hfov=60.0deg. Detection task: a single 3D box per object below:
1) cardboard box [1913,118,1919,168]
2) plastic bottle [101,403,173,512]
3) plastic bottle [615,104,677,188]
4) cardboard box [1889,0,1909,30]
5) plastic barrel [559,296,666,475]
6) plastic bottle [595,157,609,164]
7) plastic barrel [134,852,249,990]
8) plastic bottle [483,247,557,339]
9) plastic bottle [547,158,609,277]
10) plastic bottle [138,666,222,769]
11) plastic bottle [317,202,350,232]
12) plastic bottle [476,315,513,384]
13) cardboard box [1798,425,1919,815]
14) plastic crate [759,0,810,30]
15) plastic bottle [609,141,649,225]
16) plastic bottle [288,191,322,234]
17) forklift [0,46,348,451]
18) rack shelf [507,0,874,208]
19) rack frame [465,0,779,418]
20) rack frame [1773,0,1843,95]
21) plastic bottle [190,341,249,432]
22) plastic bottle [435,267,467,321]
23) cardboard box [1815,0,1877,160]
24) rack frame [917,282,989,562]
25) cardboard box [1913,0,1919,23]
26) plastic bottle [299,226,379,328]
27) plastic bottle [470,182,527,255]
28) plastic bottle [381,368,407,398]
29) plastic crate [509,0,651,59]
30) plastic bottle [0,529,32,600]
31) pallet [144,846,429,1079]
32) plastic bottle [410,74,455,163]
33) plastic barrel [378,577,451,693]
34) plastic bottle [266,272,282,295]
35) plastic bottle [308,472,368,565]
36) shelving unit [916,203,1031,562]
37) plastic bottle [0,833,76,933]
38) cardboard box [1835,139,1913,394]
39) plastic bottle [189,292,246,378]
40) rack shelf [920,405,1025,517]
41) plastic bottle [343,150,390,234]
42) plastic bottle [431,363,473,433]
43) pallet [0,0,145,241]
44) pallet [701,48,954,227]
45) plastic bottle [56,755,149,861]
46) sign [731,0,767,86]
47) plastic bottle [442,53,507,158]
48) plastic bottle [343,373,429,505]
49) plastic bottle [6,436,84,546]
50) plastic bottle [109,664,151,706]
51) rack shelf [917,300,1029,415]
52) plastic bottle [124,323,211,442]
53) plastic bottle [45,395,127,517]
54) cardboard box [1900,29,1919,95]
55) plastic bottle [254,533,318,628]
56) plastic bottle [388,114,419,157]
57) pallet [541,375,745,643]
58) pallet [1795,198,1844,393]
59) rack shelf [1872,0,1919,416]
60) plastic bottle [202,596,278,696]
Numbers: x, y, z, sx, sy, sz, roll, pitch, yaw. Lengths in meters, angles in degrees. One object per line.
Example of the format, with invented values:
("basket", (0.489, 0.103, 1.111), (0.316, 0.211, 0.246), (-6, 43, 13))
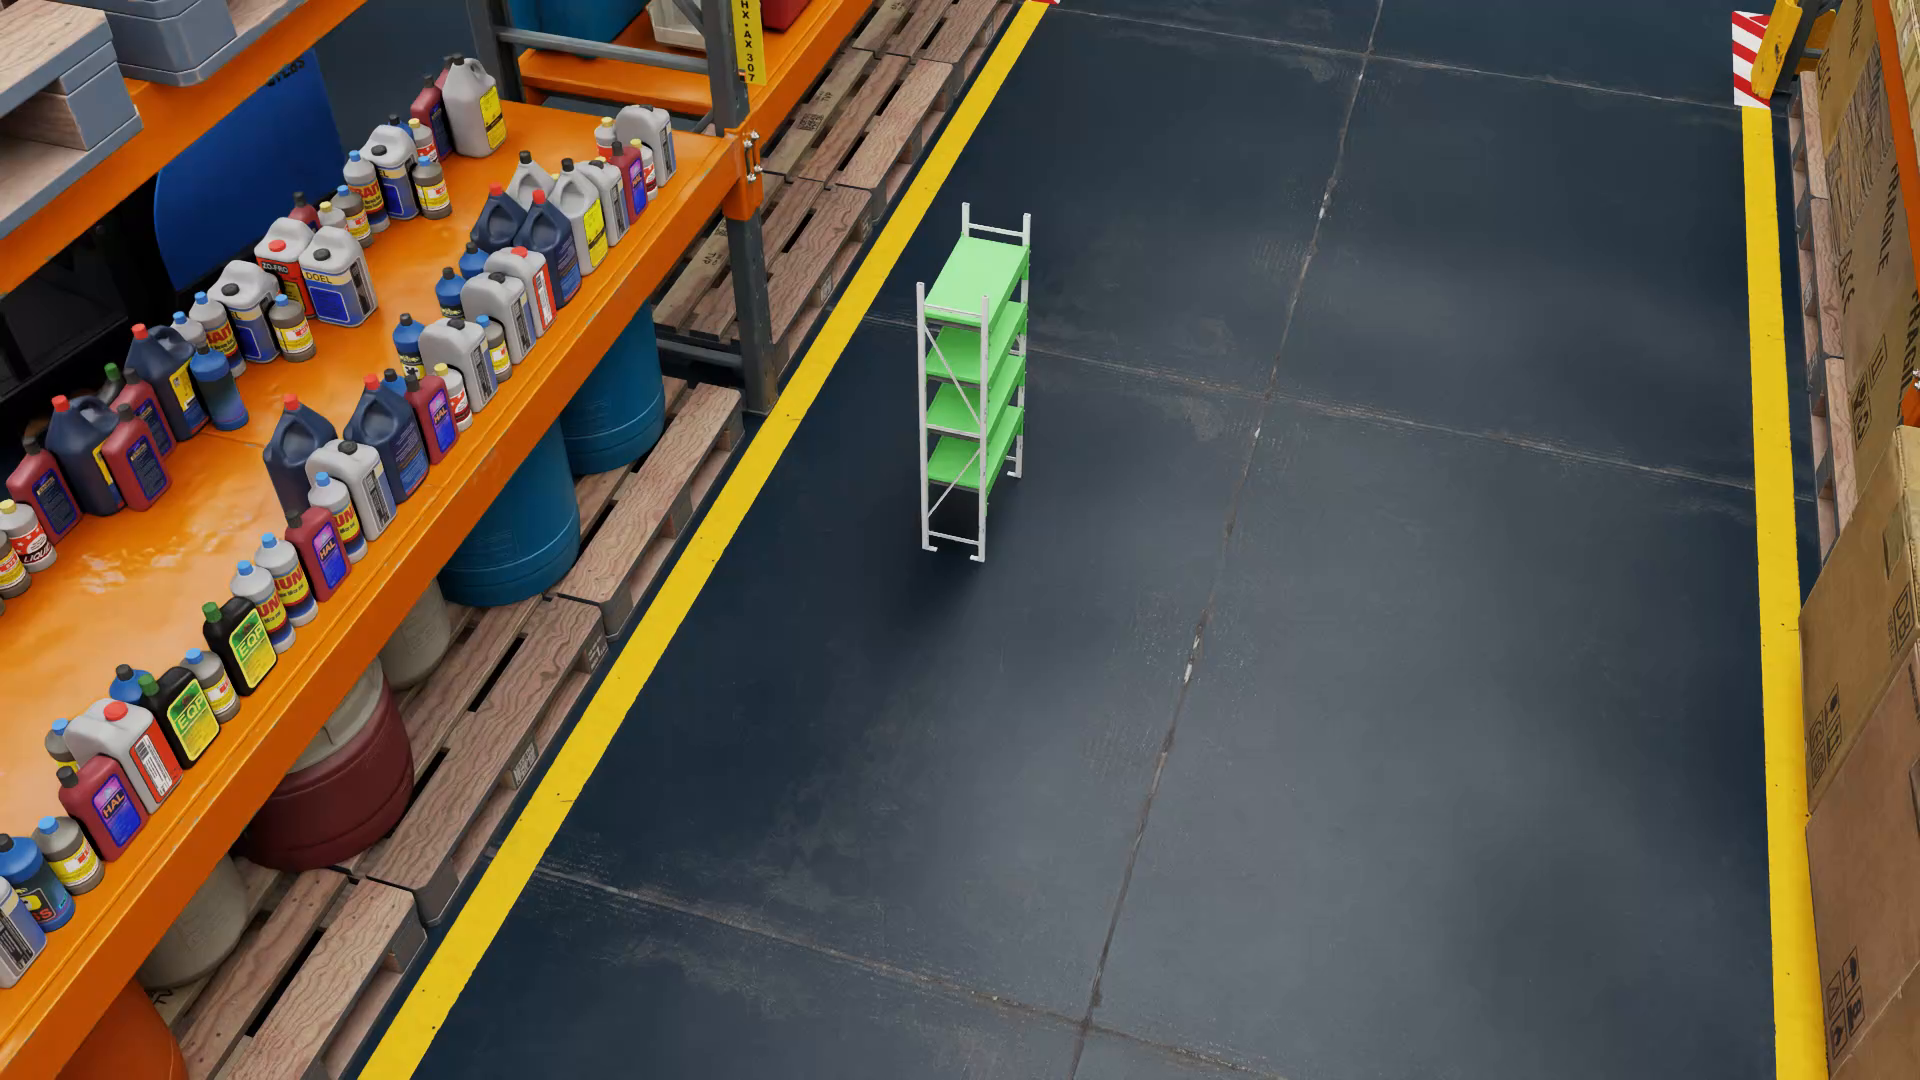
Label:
("cardboard box", (3.495, -1.363, 5.678), (0.380, 0.149, 0.250), (13, 46, 13))
("plastic bottle", (-2.195, -0.222, 4.415), (0.061, 0.283, 0.133), (13, 46, 13))
("plastic bottle", (-1.051, -1.340, 5.563), (0.152, 0.276, 0.135), (13, 46, 13))
("cardboard box", (3.806, -2.050, 6.380), (0.380, 0.149, 0.250), (11, 46, 11))
("plastic barrel", (-1.421, -0.756, 6.078), (0.600, 0.901, 0.708), (13, 46, 13))
("plastic bottle", (-1.158, -1.154, 5.426), (0.097, 0.201, 0.097), (0, 44, 0))
("plastic barrel", (-2.233, 0.965, 4.598), (0.421, 0.512, 0.421), (0, 44, 0))
("plastic bottle", (-1.314, -0.760, 4.971), (0.152, 0.276, 0.135), (13, 46, 13))
("plastic bottle", (-1.206, -1.016, 5.178), (0.144, 0.351, 0.185), (13, 46, 13))
("plastic bottle", (-1.788, 0.385, 3.796), (0.061, 0.283, 0.133), (13, 46, 13))
("plastic bottle", (-1.974, -0.971, 5.240), (0.097, 0.201, 0.097), (0, 44, 0))
("plastic bottle", (-1.364, -0.561, 4.820), (0.097, 0.201, 0.097), (0, 44, 0))
("cardboard box", (3.306, 0.374, 4.942), (1.225, 0.875, 0.875), (13, 46, 13))
("plastic crate", (-0.730, -2.301, 6.369), (0.402, 0.464, 0.583), (13, 46, 13))
("plastic bottle", (-1.077, -1.178, 5.393), (0.061, 0.283, 0.133), (13, 46, 13))
("plastic bottle", (-2.026, -0.927, 5.136), (0.061, 0.283, 0.133), (13, 46, 13))
("forklift", (-3.890, -1.745, 5.938), (1.130, 2.935, 3.031), (22, 48, 21))
("rack shelf", (-0.634, -2.791, 7.472), (1.077, 0.370, 4.000), (13, 46, 13))
("rack frame", (-1.240, -1.715, 5.858), (1.000, 3.000, 0.127), (13, 46, 13))
("rack frame", (4.692, -3.332, 7.511), (1.000, 3.000, 0.127), (13, 46, 13))
("plastic bottle", (-2.076, -0.438, 4.645), (0.097, 0.271, 0.097), (0, 44, 0))
("plastic bottle", (-1.479, -0.683, 4.895), (0.097, 0.271, 0.097), (0, 44, 0))
("cardboard box", (4.575, -2.279, 7.654), (0.875, 0.875, 0.875), (13, 46, 13))
("rack frame", (-0.024, -0.377, 5.777), (0.240, 1.200, 0.015), (13, 46, 13))
("cardboard box", (3.830, -2.091, 6.137), (0.500, 0.250, 0.500), (12, 46, 12))
("plastic bottle", (-1.878, -0.794, 5.005), (0.152, 0.276, 0.135), (13, 46, 13))
("plastic bottle", (-1.399, -0.923, 5.084), (0.144, 0.351, 0.185), (13, 46, 13))
("plastic bottle", (-1.533, -0.355, 4.560), (0.097, 0.271, 0.097), (0, 44, 0))
("plastic crate", (-1.423, -2.114, 6.234), (0.392, 0.384, 0.575), (13, 46, 13))
("plastic bottle", (-2.436, 0.046, 4.200), (0.097, 0.201, 0.097), (0, 44, 0))
("pallet", (-2.252, 1.413, 4.655), (1.003, 0.211, 1.213), (13, 46, 13))
("plastic bottle", (-1.798, -1.430, 5.651), (0.061, 0.283, 0.133), (13, 46, 13))
("plastic barrel", (-1.891, 0.212, 5.367), (0.421, 0.512, 0.421), (0, 44, 0))
("plastic bottle", (-2.084, -0.728, 4.991), (0.097, 0.201, 0.097), (0, 44, 0))
("plastic bottle", (-1.601, -0.064, 4.263), (0.097, 0.271, 0.097), (0, 44, 0))
("shelving unit", (0.050, -0.539, 5.943), (0.258, 1.200, 0.503), (13, 46, 13))
("plastic bottle", (-1.951, 0.706, 3.476), (0.097, 0.271, 0.097), (0, 44, 0))
("cardboard box", (4.030, -1.080, 6.428), (0.875, 0.875, 0.875), (13, 46, 13))
("plastic bottle", (-2.155, -0.598, 4.808), (0.097, 0.271, 0.097), (0, 44, 0))
("rack shelf", (0.050, -0.322, 6.156), (0.258, 0.148, 0.480), (13, 46, 13))
("plastic bottle", (-1.915, -1.126, 5.348), (0.097, 0.271, 0.097), (0, 44, 0))
("plastic bottle", (-1.434, -0.406, 4.662), (0.097, 0.201, 0.097), (0, 44, 0))
("pallet", (-2.126, -0.543, 2.650), (1.003, 0.211, 1.213), (13, 46, 13))
("pallet", (-0.686, -2.033, 8.176), (1.003, 0.211, 1.213), (13, 46, 13))
("plastic bottle", (-1.869, 0.563, 3.613), (0.061, 0.283, 0.133), (13, 46, 13))
("sign", (-0.716, -1.696, 5.641), (0.100, 0.325, 0.005), (13, 46, 13))
("plastic bottle", (-1.667, -1.505, 5.678), (0.144, 0.351, 0.185), (13, 46, 13))
("plastic bottle", (-1.540, -0.281, 4.428), (0.144, 0.351, 0.185), (13, 46, 13))
("plastic bottle", (-2.389, -0.129, 4.321), (0.061, 0.283, 0.133), (13, 46, 13))
("plastic bottle", (-1.868, 0.384, 3.805), (0.097, 0.271, 0.097), (0, 44, 0))
("rack shelf", (0.050, -0.665, 5.820), (0.258, 0.148, 0.480), (13, 46, 13))
("plastic bottle", (-2.205, -0.463, 4.613), (0.144, 0.351, 0.185), (13, 46, 13))
("plastic bottle", (-2.301, -0.250, 4.396), (0.144, 0.351, 0.185), (13, 46, 13))
("cardboard box", (3.650, -1.706, 6.028), (0.380, 0.149, 0.250), (12, 46, 12))
("plastic bottle", (-1.671, 0.090, 4.106), (0.097, 0.271, 0.097), (0, 44, 0))
("plastic bottle", (-1.845, -1.281, 5.506), (0.097, 0.271, 0.097), (0, 44, 0))
("pallet", (-1.513, -0.213, 6.317), (1.003, 0.211, 1.213), (13, 46, 13))
("pallet", (4.153, -0.976, 7.096), (1.003, 0.211, 1.213), (13, 46, 12))
("rack shelf", (4.087, -1.742, 6.400), (1.077, 0.370, 4.000), (13, 46, 13))
("plastic bottle", (-1.718, 0.231, 3.953), (0.061, 0.283, 0.133), (13, 46, 13))
